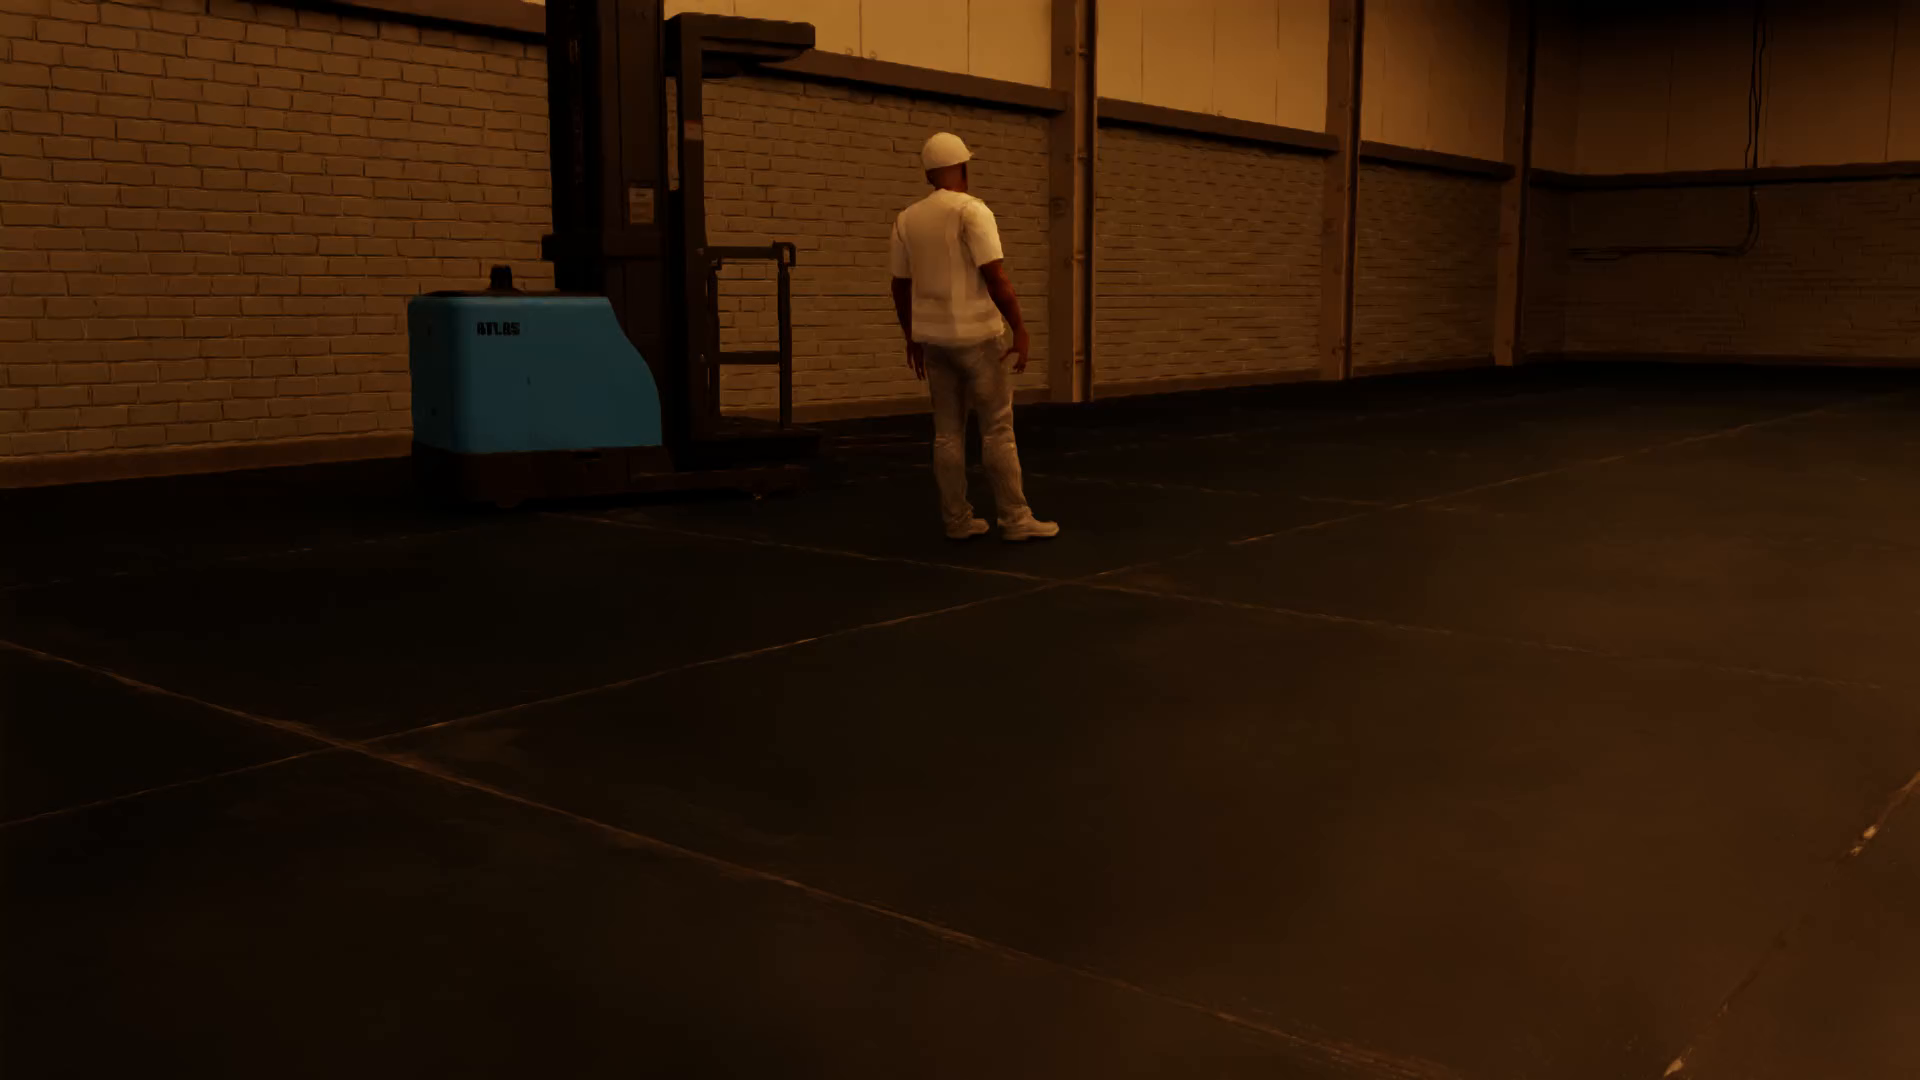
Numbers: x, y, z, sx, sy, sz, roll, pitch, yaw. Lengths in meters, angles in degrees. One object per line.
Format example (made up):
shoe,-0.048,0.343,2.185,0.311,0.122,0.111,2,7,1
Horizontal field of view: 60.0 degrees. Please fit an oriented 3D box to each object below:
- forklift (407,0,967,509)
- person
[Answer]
forklift,-1.425,-1.738,9.156,3.031,2.935,1.130,-5,10,-31
person,0.048,-0.888,7.326,0.665,1.766,0.576,7,11,38
